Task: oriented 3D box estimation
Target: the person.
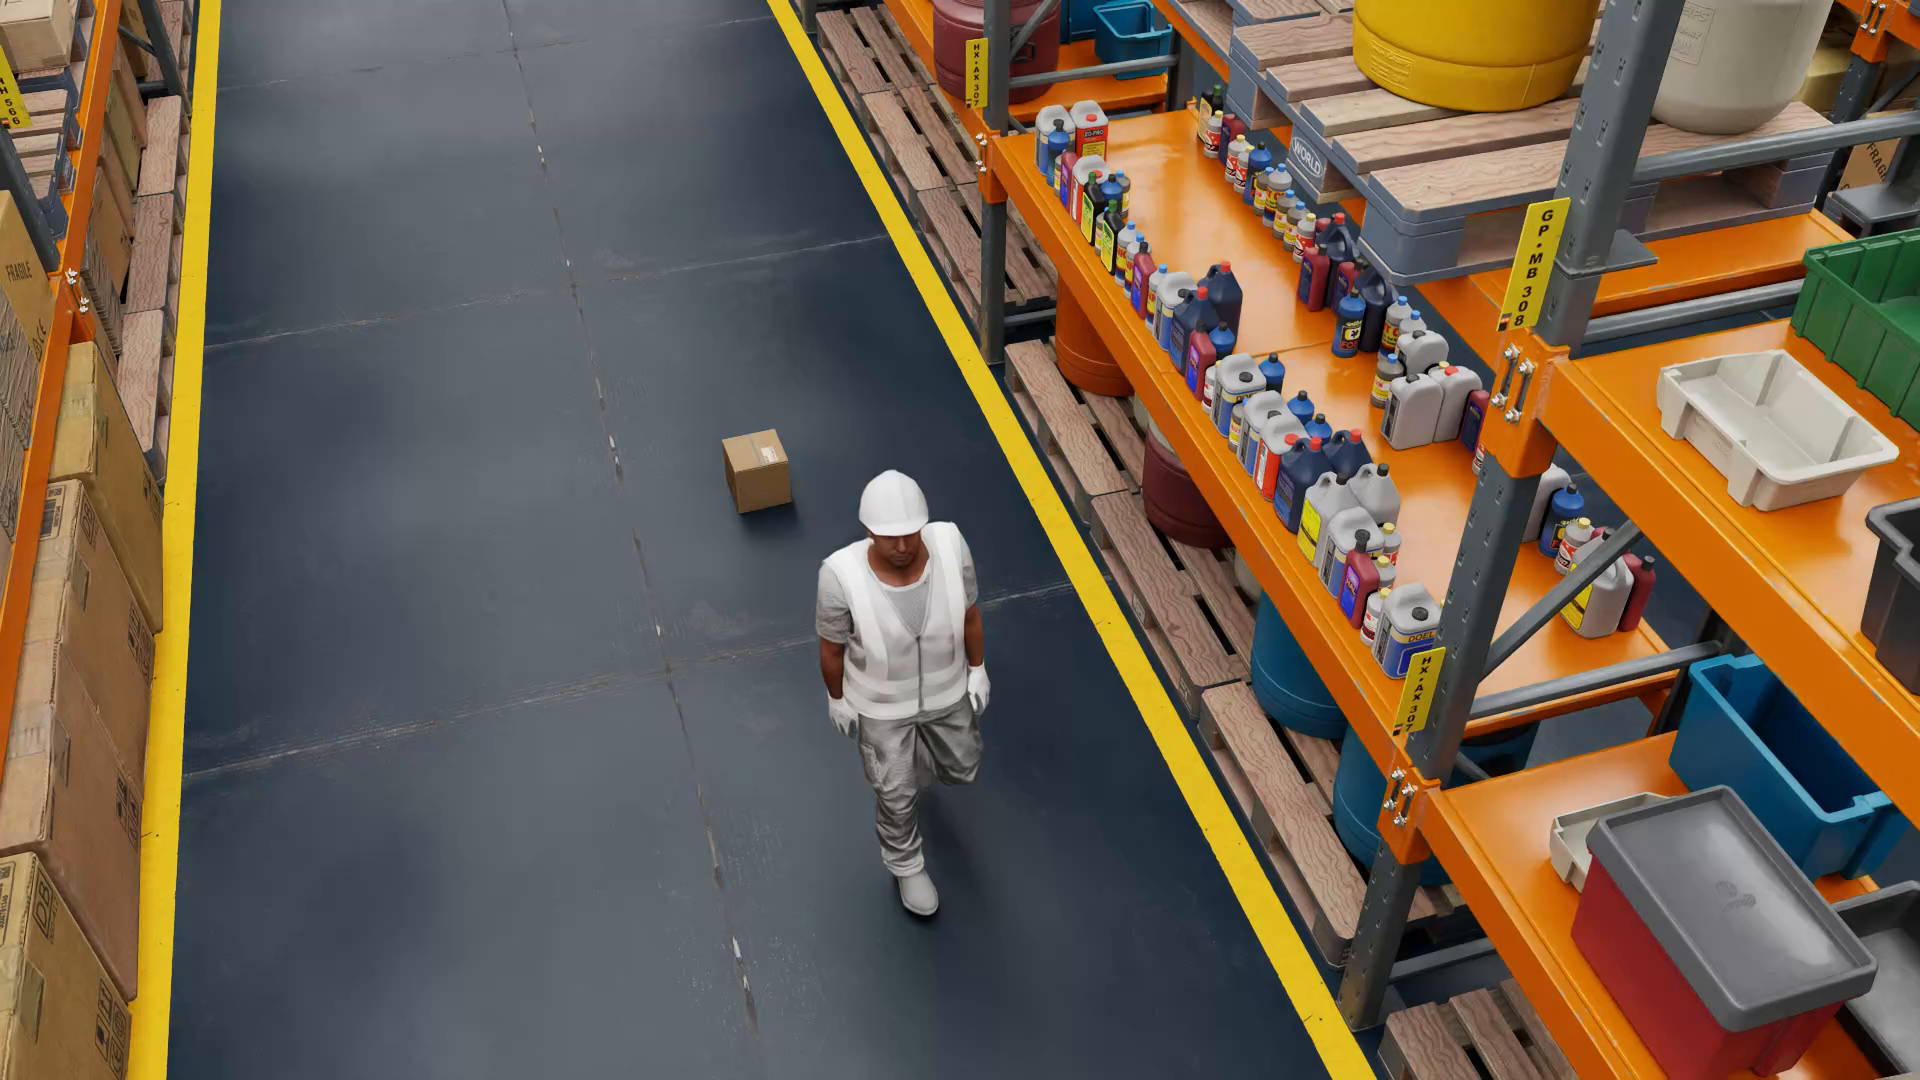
[{"bbox_3d":[-0.198,0.424,5.591,0.566,1.707,0.534,-15,44,-16],"label":"person"}]
